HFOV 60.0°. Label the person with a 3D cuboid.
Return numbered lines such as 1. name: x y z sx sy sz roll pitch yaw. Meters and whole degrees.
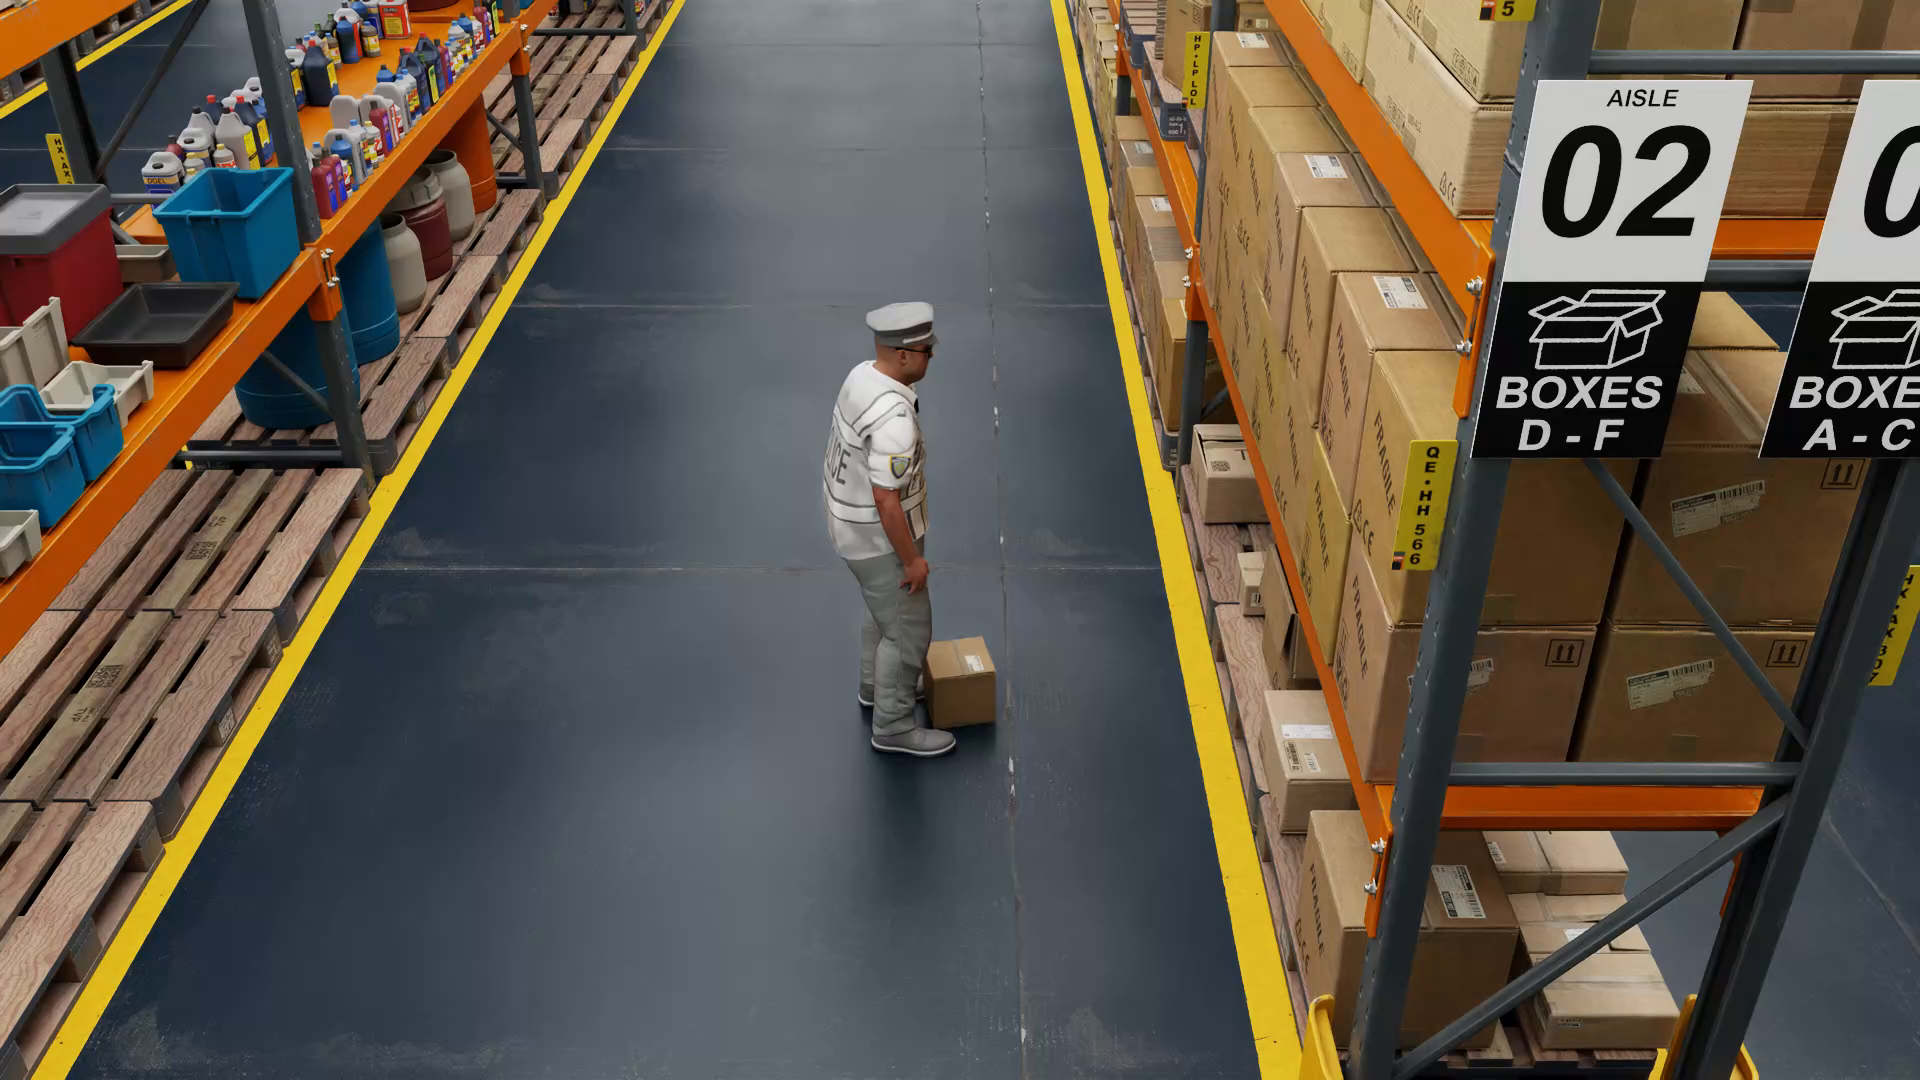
1. person: -0.277 -0.037 6.188 0.434 1.748 0.580 -6 32 -10
